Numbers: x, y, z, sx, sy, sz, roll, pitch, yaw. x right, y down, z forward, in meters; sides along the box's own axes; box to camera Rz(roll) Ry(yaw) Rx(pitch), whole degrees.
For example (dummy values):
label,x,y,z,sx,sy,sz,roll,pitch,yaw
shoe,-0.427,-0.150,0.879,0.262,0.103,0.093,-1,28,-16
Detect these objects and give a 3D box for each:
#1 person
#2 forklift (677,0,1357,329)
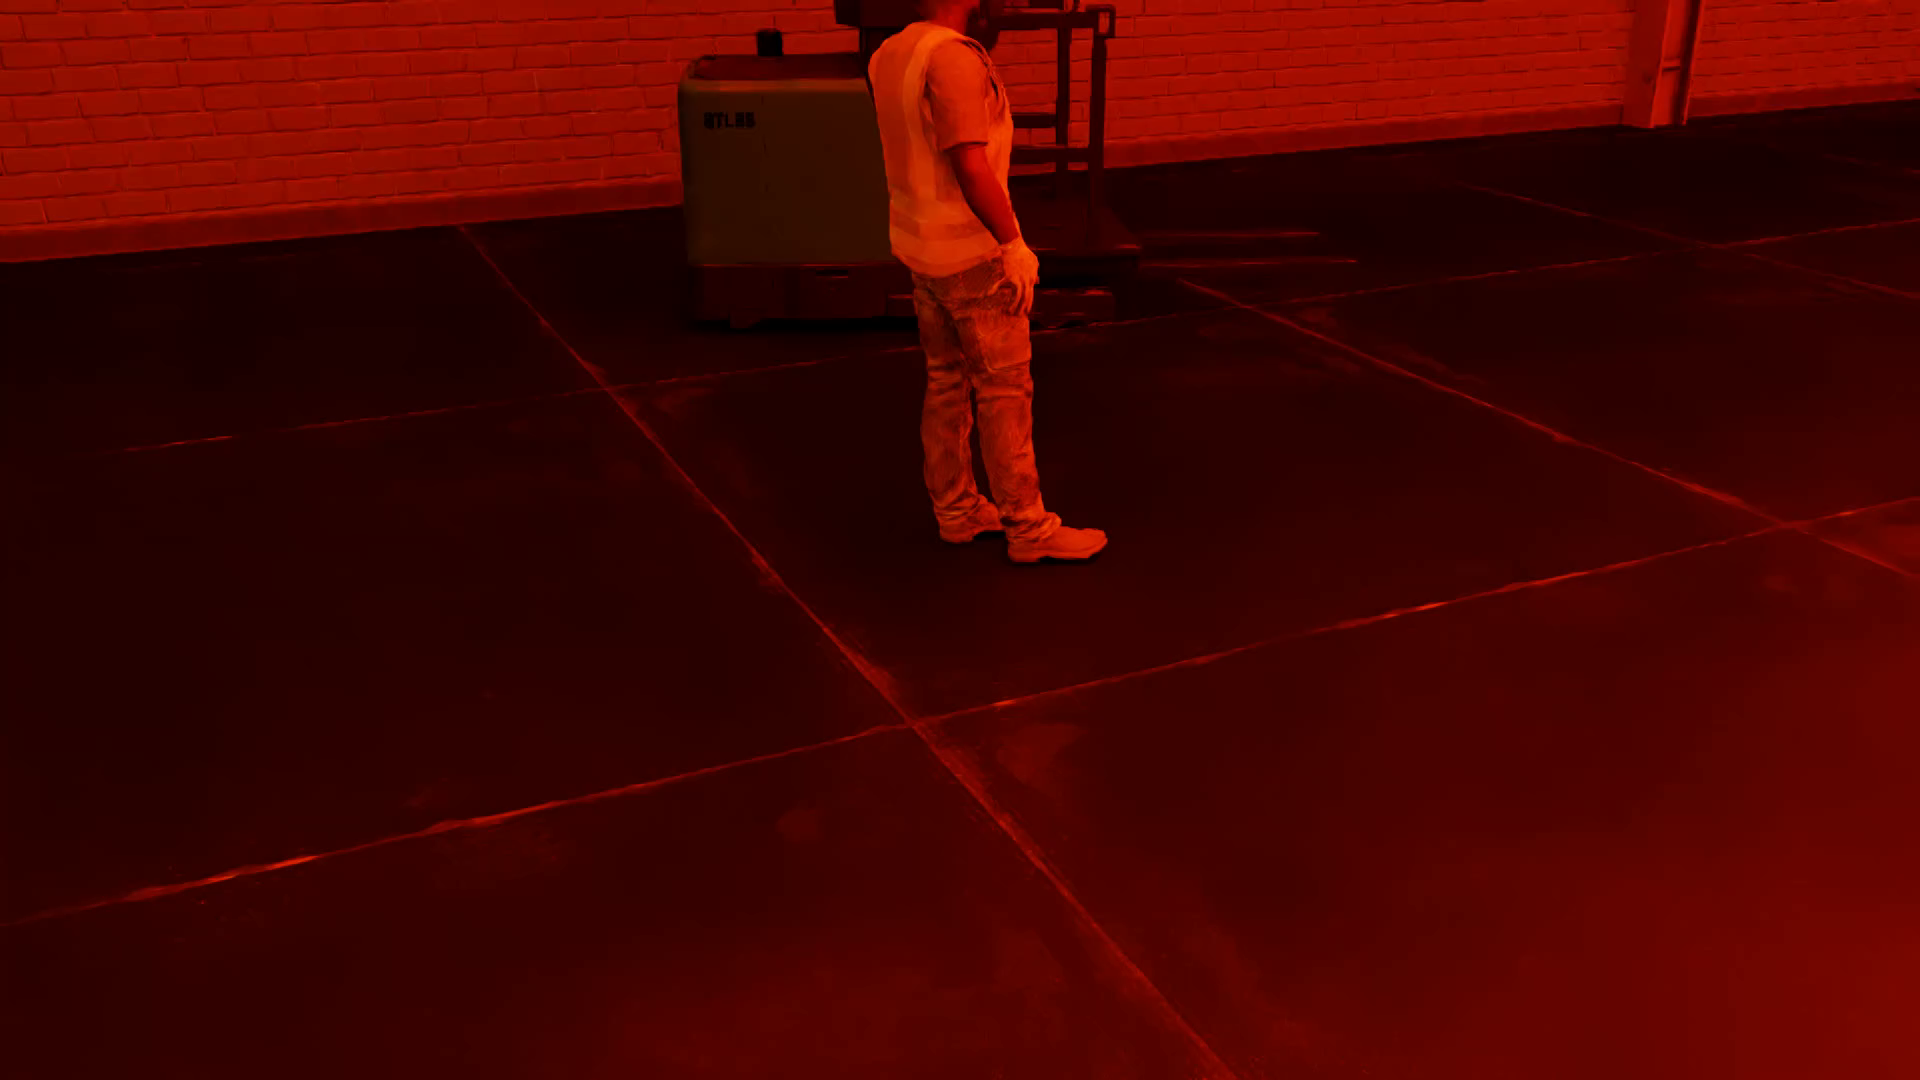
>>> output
label,x,y,z,sx,sy,sz,roll,pitch,yaw
person,0.069,-0.839,4.784,0.576,1.782,0.655,-10,25,-23
forklift,0.275,-2.492,7.285,3.031,2.935,1.130,-2,23,-5
